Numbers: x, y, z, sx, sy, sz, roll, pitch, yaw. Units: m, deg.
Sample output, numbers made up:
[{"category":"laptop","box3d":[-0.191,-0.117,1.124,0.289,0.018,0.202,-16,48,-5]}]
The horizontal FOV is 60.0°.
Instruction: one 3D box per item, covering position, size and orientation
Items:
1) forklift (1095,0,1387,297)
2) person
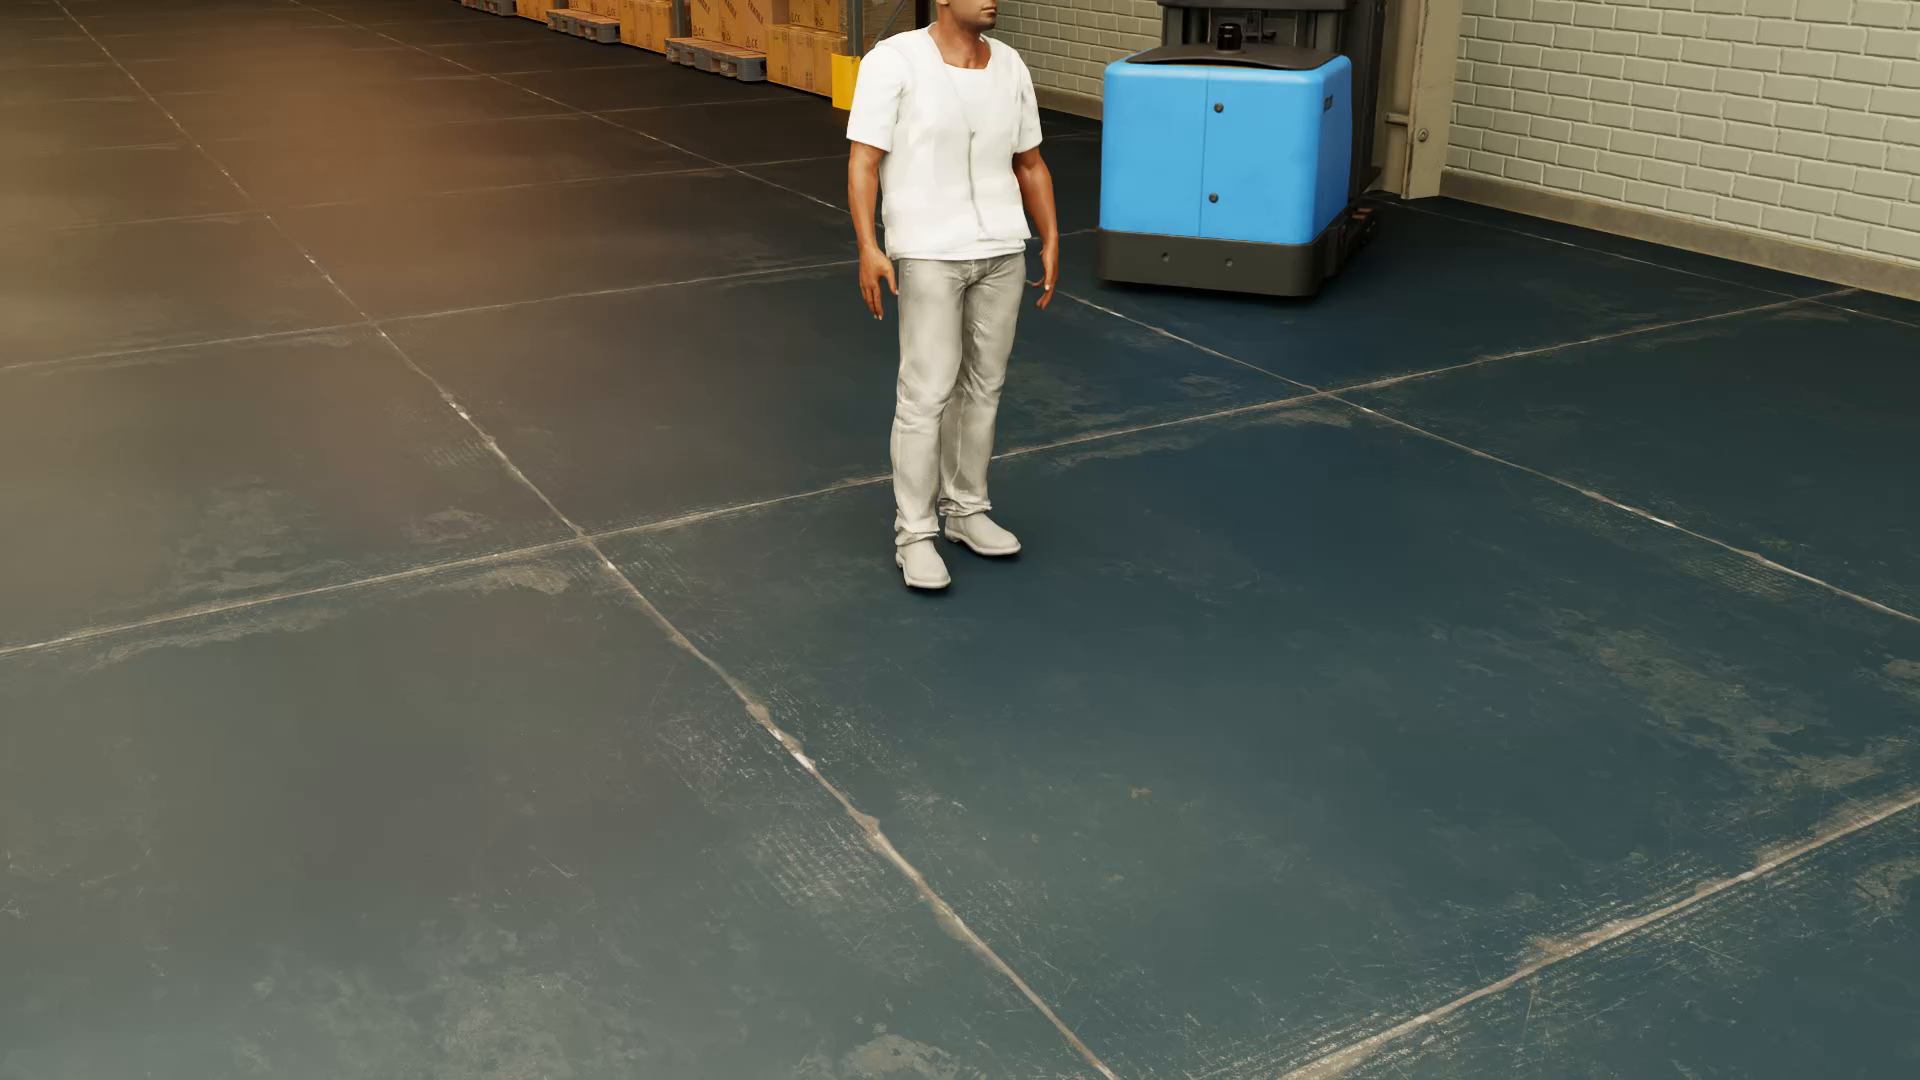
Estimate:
[{"category":"forklift","box3d":[1.667,-3.010,8.608,1.130,2.935,3.031,9,24,20]},{"category":"person","box3d":[0.031,-0.799,4.738,0.666,1.768,0.575,-12,25,-28]}]
